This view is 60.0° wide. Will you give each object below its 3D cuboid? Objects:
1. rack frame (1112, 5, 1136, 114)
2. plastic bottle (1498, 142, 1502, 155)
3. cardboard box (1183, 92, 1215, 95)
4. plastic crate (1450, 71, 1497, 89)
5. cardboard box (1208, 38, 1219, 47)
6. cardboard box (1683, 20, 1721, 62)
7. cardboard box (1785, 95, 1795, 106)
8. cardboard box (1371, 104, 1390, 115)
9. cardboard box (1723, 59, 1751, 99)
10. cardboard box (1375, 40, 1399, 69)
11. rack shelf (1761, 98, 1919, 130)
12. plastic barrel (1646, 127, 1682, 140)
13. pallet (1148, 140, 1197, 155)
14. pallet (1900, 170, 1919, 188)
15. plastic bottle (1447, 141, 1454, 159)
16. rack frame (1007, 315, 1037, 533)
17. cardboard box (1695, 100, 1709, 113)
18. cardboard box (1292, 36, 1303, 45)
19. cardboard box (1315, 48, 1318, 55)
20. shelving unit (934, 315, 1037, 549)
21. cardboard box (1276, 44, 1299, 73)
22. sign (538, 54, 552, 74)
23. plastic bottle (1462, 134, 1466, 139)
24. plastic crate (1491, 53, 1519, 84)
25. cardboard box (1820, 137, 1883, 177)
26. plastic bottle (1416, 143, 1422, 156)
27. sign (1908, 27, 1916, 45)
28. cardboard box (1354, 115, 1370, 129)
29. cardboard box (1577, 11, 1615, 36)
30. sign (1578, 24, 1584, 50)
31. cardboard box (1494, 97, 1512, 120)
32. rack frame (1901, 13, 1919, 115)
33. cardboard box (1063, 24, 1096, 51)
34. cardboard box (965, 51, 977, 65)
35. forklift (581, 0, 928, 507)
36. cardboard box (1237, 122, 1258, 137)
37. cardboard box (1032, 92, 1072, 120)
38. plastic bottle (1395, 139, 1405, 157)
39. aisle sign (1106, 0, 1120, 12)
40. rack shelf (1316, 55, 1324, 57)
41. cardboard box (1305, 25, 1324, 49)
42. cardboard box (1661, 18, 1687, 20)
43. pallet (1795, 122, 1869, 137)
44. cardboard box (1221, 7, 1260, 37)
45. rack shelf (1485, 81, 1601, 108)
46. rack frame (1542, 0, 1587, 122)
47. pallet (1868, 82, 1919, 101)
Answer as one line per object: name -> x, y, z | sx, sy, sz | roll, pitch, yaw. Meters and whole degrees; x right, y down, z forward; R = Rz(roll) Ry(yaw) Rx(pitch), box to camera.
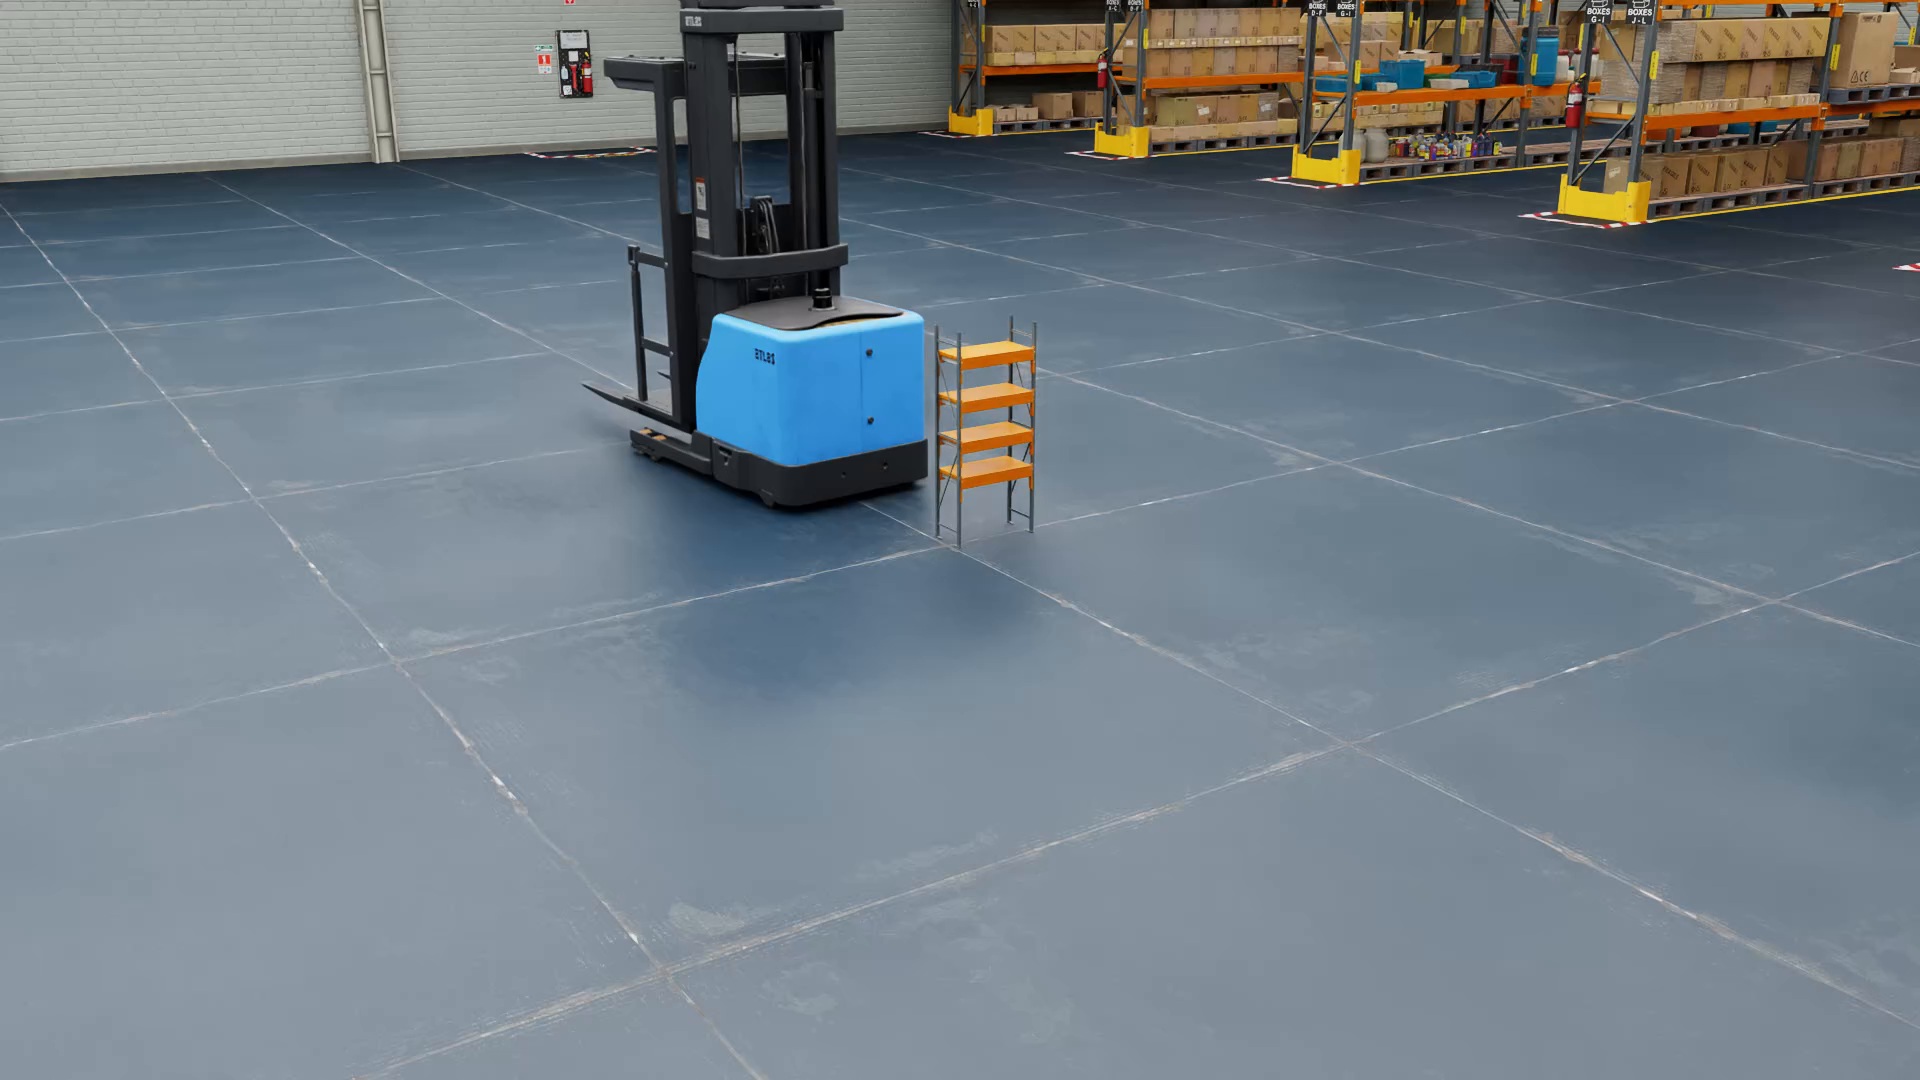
rack frame -> 3.491, -10.316, 35.075 | 0.127, 3.000, 1.000 | -12, 22, -31
plastic bottle -> 8.808, -6.401, 27.178 | 0.097, 0.201, 0.097 | 0, 19, 0
cardboard box -> 4.408, -7.980, 30.633 | 0.500, 0.500, 0.500 | -12, 22, -31
plastic crate -> 8.165, -7.328, 26.469 | 0.616, 0.251, 0.499 | -12, 22, -31
cardboard box -> 4.399, -8.880, 29.660 | 0.250, 0.149, 0.380 | -12, 22, -32
cardboard box -> 9.354, -6.409, 21.336 | 0.500, 0.500, 0.500 | -12, 22, -31
cardboard box -> 11.190, -6.036, 22.808 | 0.250, 0.149, 0.380 | -12, 22, -31
cardboard box -> 7.984, -8.431, 32.261 | 0.500, 0.311, 0.500 | -11, 22, -30
cardboard box -> 10.015, -6.196, 22.268 | 0.500, 0.500, 0.875 | -12, 22, -31
cardboard box -> 8.167, -9.443, 32.338 | 0.500, 0.500, 0.500 | -13, 23, -34
rack shelf -> 13.334, -6.353, 24.475 | 4.000, 0.370, 1.077 | -12, 22, -31
plastic barrel -> 12.680, -7.632, 29.869 | 0.708, 0.830, 0.600 | -12, 22, -31
pallet -> 3.494, -7.112, 29.951 | 1.213, 0.211, 1.003 | -12, 22, -31
pallet -> 14.351, -5.587, 25.442 | 1.213, 0.211, 1.003 | -12, 22, -31
plastic bottle -> 7.824, -6.227, 26.553 | 0.097, 0.271, 0.097 | 0, 19, 0
rack frame -> 0.342, -0.641, 9.266 | 0.015, 1.200, 0.240 | -12, 22, -31
cardboard box -> 9.539, -5.675, 21.738 | 0.250, 0.149, 0.380 | -12, 22, -31
cardboard box -> 6.110, -9.241, 30.726 | 0.250, 0.149, 0.380 | -12, 22, -31
cardboard box -> 7.860, -11.050, 37.608 | 0.250, 0.149, 0.380 | -12, 22, -32
shelving unit -> 0.138, -0.598, 9.139 | 0.503, 1.200, 0.258 | -12, 22, -31
cardboard box -> 5.852, -8.959, 30.905 | 0.500, 0.500, 0.700 | -13, 22, -33
sign -> -7.355, -8.431, 29.444 | 0.234, 0.329, 0.001 | -12, 22, -31
plastic bottle -> 8.433, -6.643, 27.784 | 0.097, 0.271, 0.097 | 0, 19, 0
plastic crate -> 9.176, -7.863, 27.720 | 0.583, 0.464, 0.402 | -12, 22, -31
cardboard box -> 13.064, -5.645, 24.476 | 0.500, 0.500, 0.700 | -14, 23, -36
plastic bottle -> 7.473, -6.352, 27.032 | 0.097, 0.201, 0.097 | 0, 19, 0
sign -> 14.697, -7.742, 25.654 | 0.005, 0.325, 0.100 | -12, 22, -31
cardboard box -> 7.551, -8.074, 32.082 | 0.500, 0.250, 0.500 | -13, 22, -33
cardboard box -> 13.449, -10.929, 35.172 | 0.500, 0.500, 0.500 | -11, 22, -30
sign -> 8.035, -6.487, 21.447 | 0.005, 0.325, 0.100 | -12, 22, -31
cardboard box -> 10.953, -8.905, 34.117 | 0.500, 0.500, 0.500 | -12, 22, -32
rack frame -> 15.005, -7.046, 25.402 | 0.127, 3.000, 1.000 | -12, 22, -31
cardboard box -> 2.426, -10.268, 33.966 | 0.500, 0.500, 0.500 | -13, 22, -33
cardboard box -> 0.434, -9.684, 33.408 | 0.500, 0.250, 0.500 | -12, 22, -31
forklift -> -1.505, -1.986, 10.543 | 1.130, 2.935, 3.031 | -14, 23, -36
cardboard box -> 5.119, -7.570, 30.591 | 0.500, 0.250, 0.500 | -12, 22, -31
cardboard box -> 1.894, -8.950, 34.249 | 0.500, 0.500, 0.700 | -14, 23, -35
plastic bottle -> 7.118, -6.357, 26.931 | 0.135, 0.276, 0.152 | -12, 22, -31
aisle sign -> 2.662, -9.585, 28.855 | 0.004, 0.787, 0.394 | -12, 22, -31
rack shelf -> 8.502, -11.032, 38.316 | 4.000, 0.370, 1.077 | -12, 22, -31
cardboard box -> 7.821, -11.325, 37.408 | 0.500, 0.500, 0.500 | -11, 22, -30
cardboard box -> 9.480, -6.638, 22.015 | 0.500, 0.500, 0.500 | -12, 22, -31
pallet -> 17.234, -8.110, 32.904 | 1.213, 0.211, 1.003 | -12, 22, -31
cardboard box -> 5.012, -9.396, 30.173 | 0.500, 0.500, 0.700 | -12, 22, -31
rack shelf -> 10.610, -7.677, 28.394 | 4.000, 0.370, 1.077 | -12, 22, -31
rack frame -> 12.900, -10.401, 35.325 | 0.127, 3.000, 1.000 | -12, 22, -31
pallet -> 13.374, -6.595, 24.369 | 1.213, 0.211, 1.003 | -12, 22, -31
